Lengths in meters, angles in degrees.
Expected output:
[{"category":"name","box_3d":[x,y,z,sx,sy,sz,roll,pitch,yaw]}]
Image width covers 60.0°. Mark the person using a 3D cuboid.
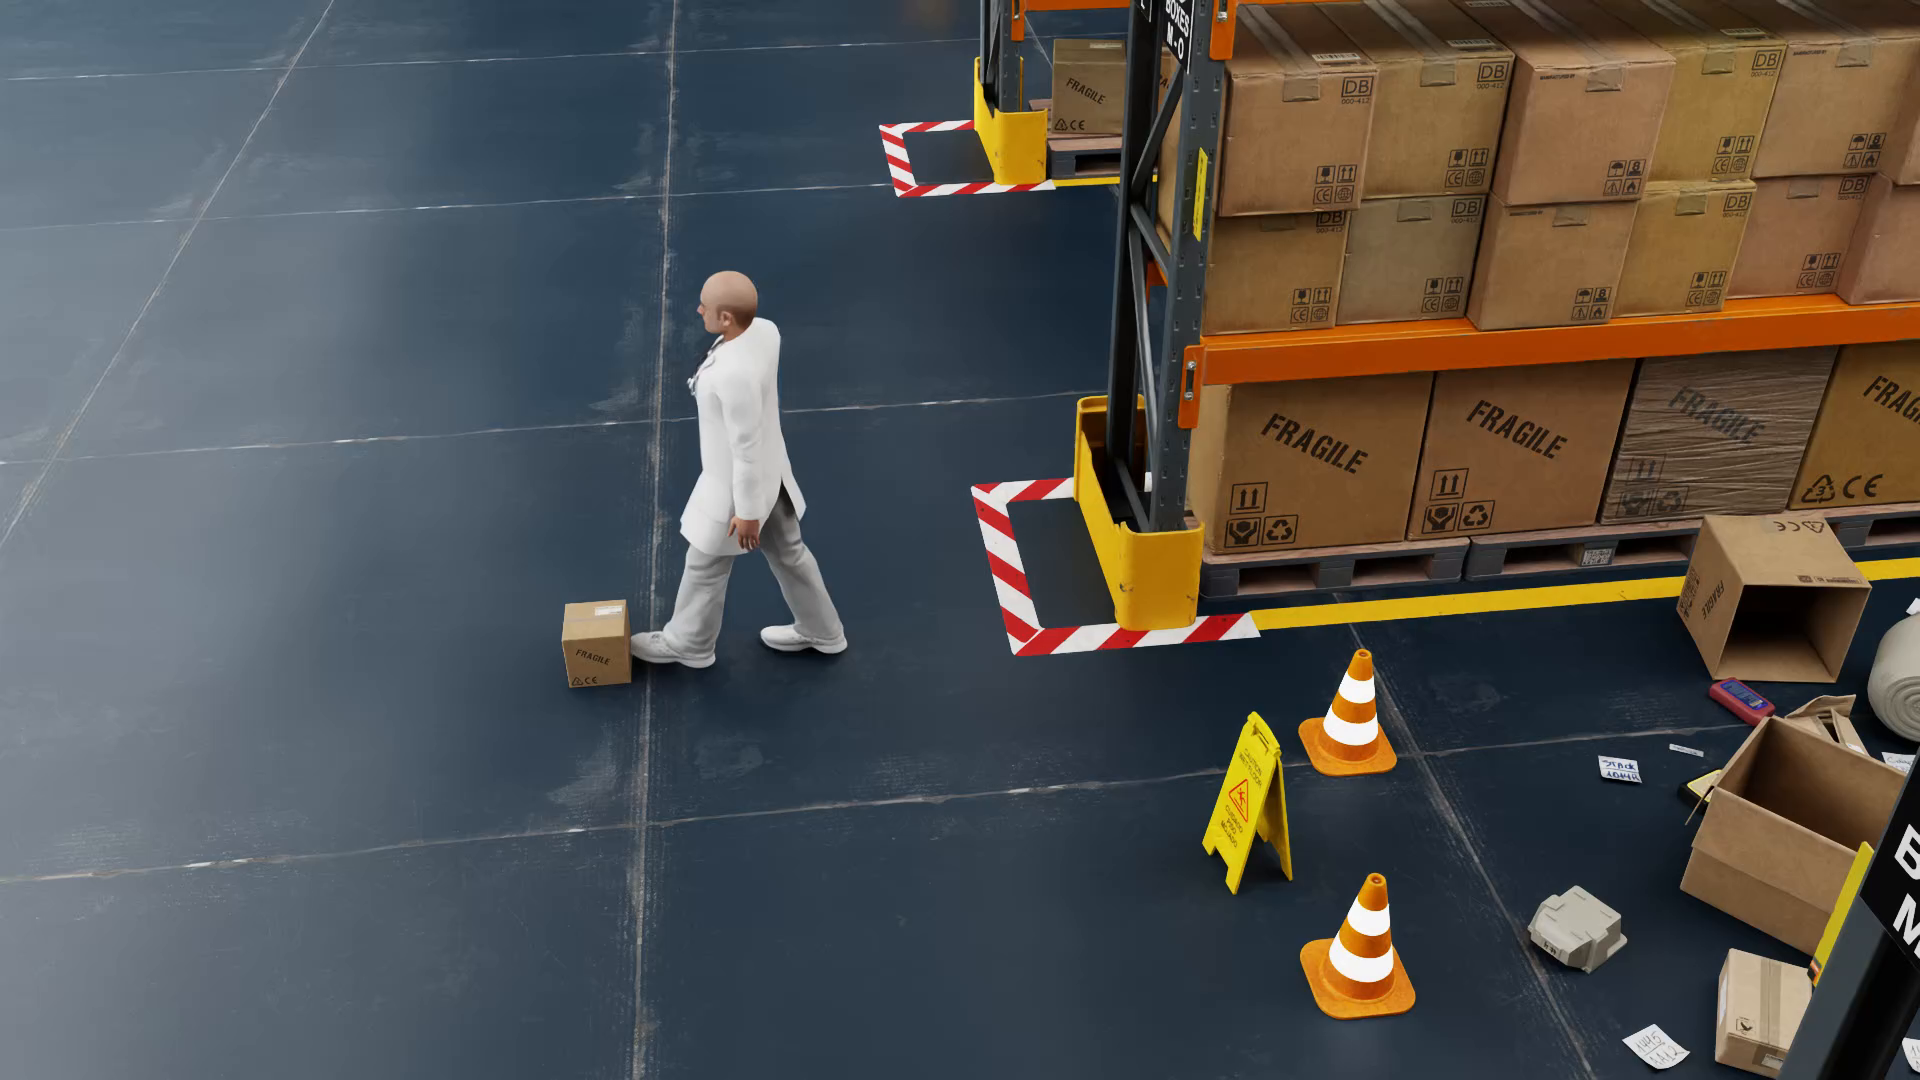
[{"category":"person","box_3d":[-0.927,-0.261,6.525,0.898,1.758,0.628,6,35,9]}]
